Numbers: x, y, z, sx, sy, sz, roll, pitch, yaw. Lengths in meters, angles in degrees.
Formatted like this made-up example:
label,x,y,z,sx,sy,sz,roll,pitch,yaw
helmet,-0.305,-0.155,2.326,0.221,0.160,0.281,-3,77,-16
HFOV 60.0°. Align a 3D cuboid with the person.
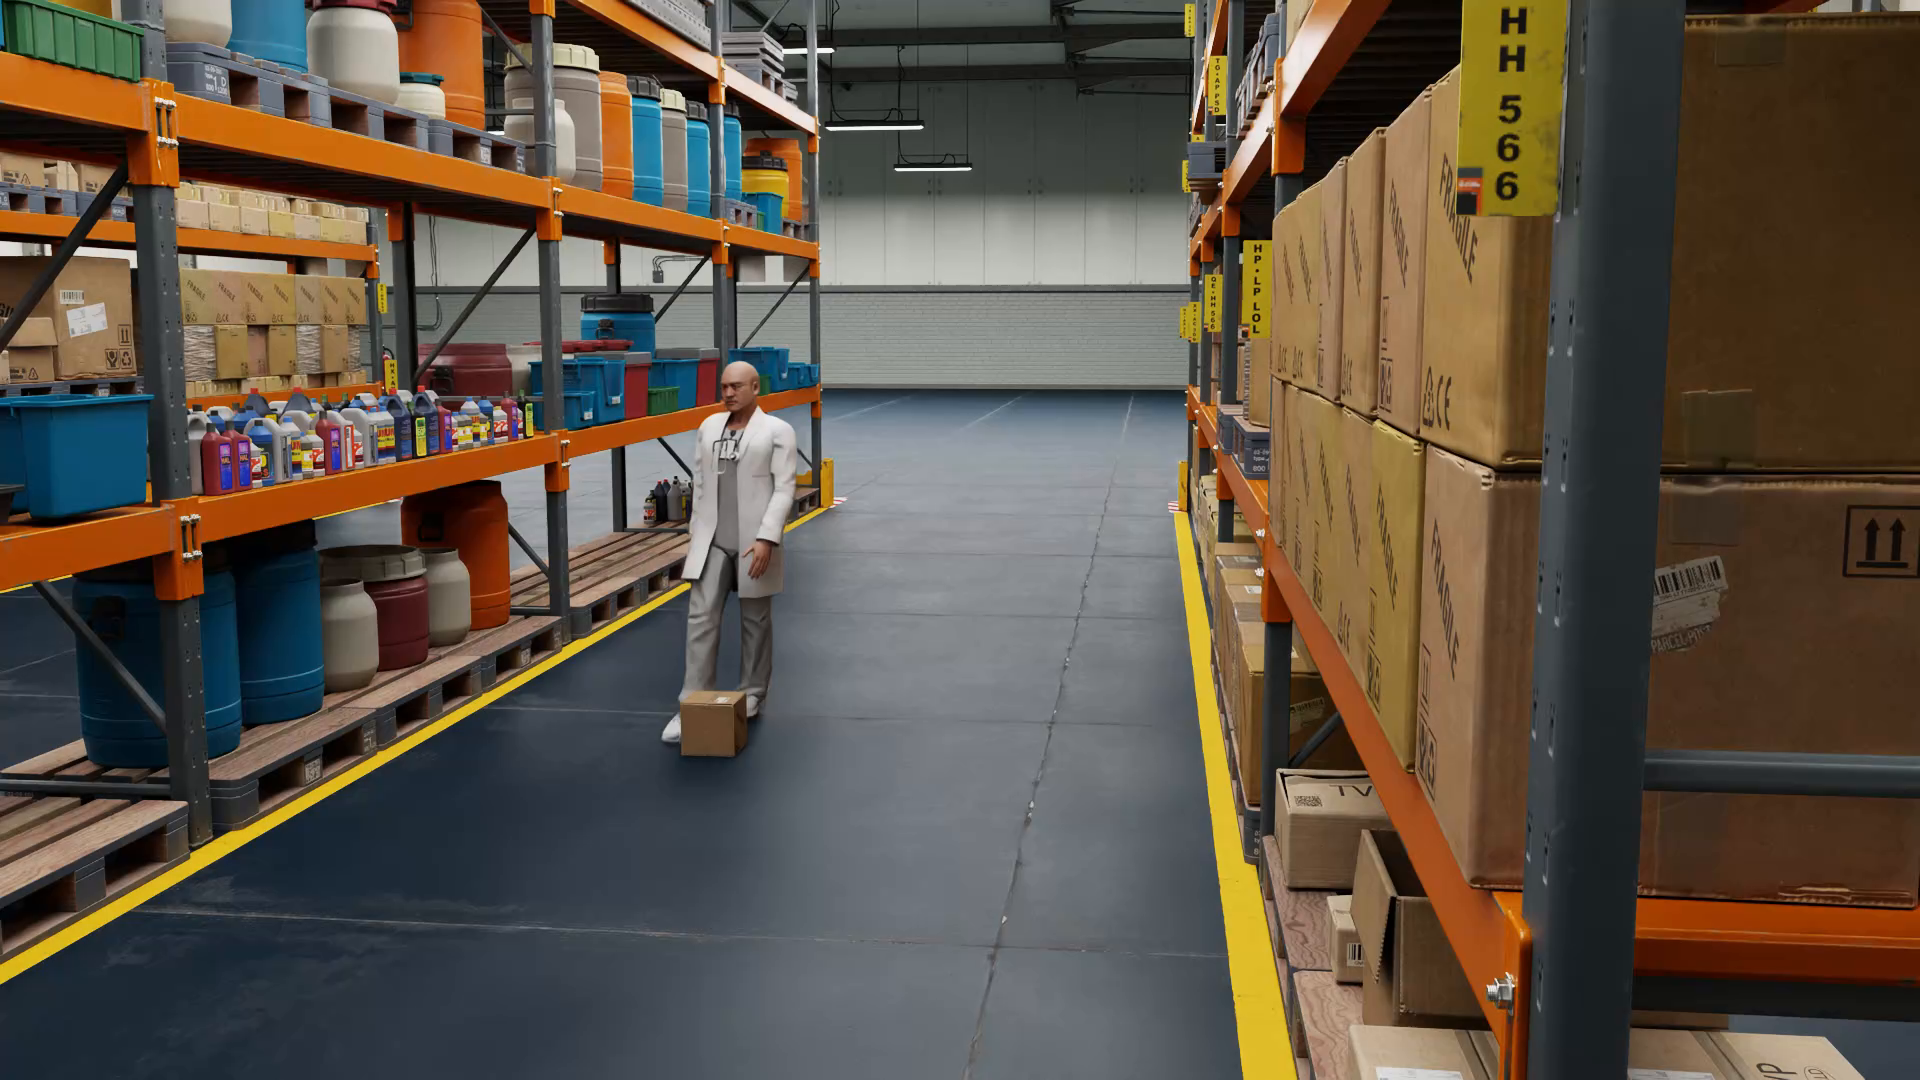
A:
label,x,y,z,sx,sy,sz,roll,pitch,yaw
person,-1.100,0.029,8.016,0.616,1.767,0.851,2,8,13
